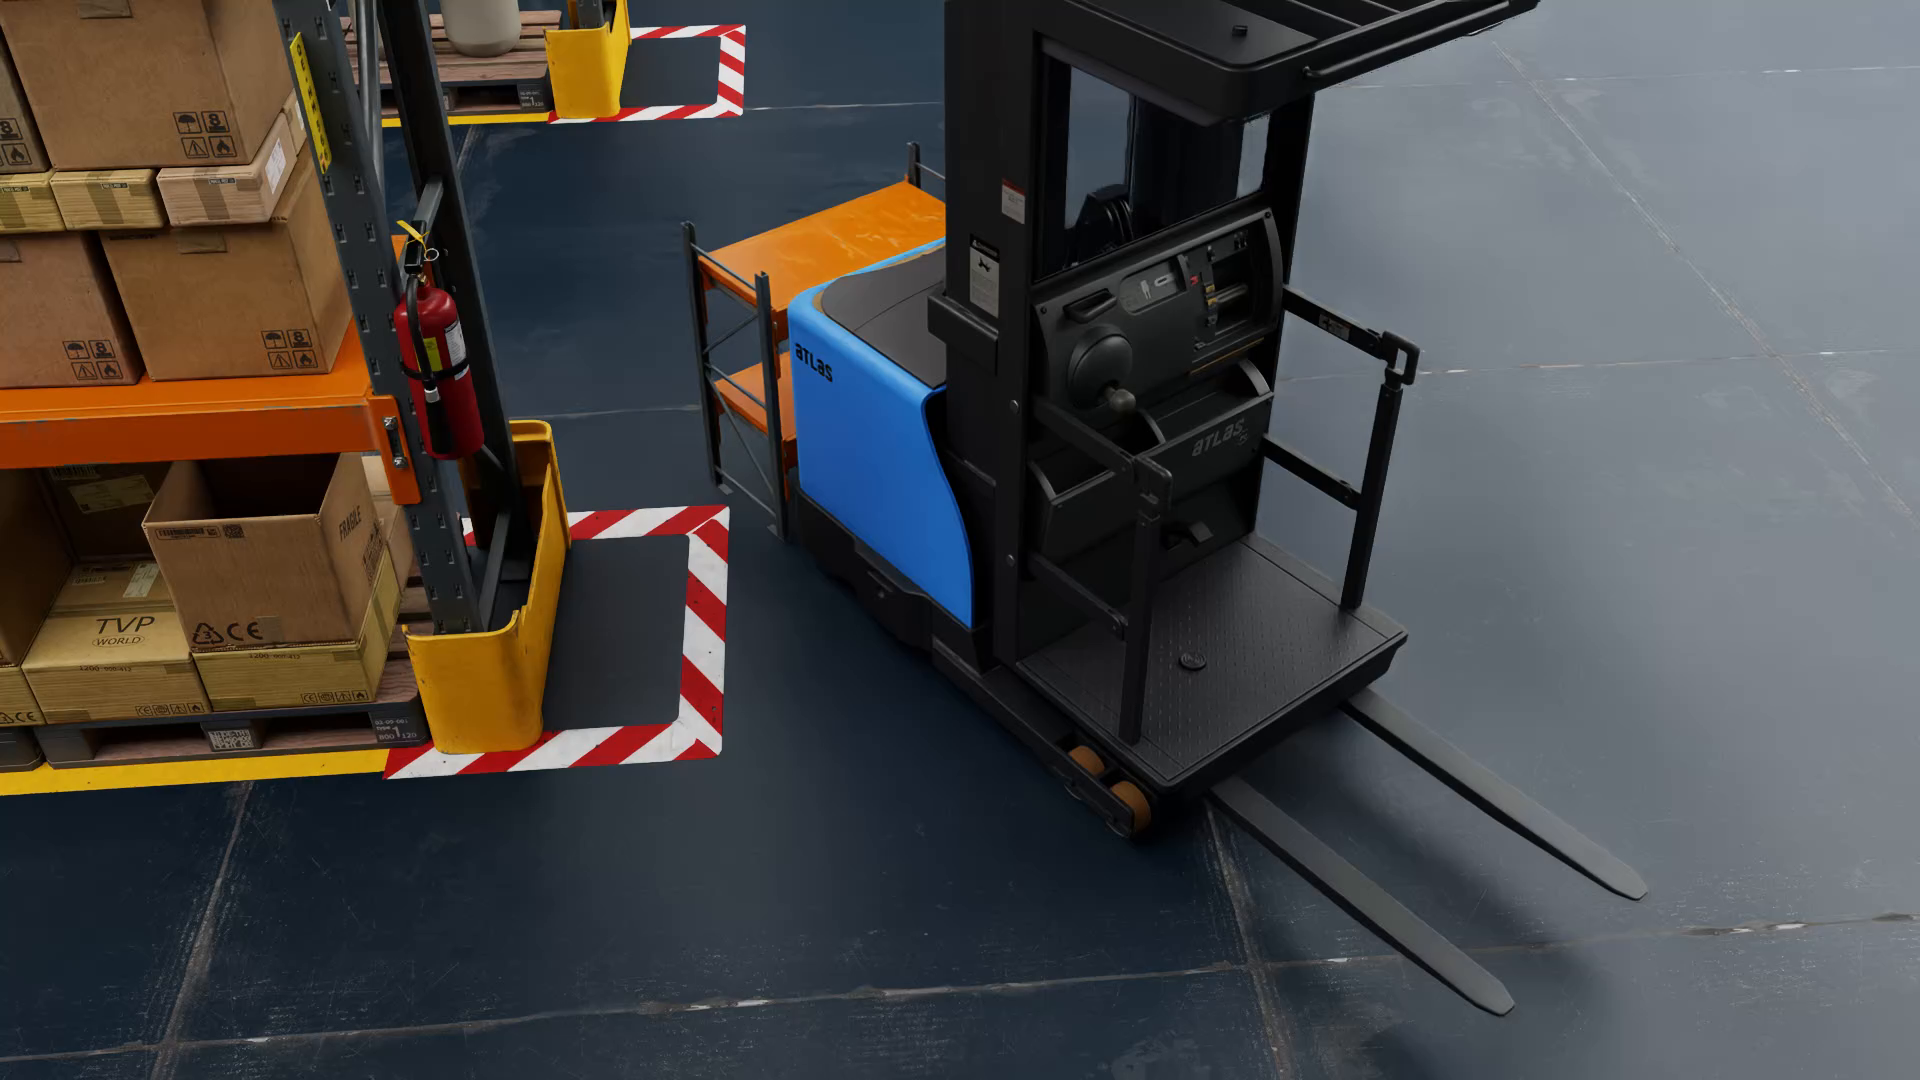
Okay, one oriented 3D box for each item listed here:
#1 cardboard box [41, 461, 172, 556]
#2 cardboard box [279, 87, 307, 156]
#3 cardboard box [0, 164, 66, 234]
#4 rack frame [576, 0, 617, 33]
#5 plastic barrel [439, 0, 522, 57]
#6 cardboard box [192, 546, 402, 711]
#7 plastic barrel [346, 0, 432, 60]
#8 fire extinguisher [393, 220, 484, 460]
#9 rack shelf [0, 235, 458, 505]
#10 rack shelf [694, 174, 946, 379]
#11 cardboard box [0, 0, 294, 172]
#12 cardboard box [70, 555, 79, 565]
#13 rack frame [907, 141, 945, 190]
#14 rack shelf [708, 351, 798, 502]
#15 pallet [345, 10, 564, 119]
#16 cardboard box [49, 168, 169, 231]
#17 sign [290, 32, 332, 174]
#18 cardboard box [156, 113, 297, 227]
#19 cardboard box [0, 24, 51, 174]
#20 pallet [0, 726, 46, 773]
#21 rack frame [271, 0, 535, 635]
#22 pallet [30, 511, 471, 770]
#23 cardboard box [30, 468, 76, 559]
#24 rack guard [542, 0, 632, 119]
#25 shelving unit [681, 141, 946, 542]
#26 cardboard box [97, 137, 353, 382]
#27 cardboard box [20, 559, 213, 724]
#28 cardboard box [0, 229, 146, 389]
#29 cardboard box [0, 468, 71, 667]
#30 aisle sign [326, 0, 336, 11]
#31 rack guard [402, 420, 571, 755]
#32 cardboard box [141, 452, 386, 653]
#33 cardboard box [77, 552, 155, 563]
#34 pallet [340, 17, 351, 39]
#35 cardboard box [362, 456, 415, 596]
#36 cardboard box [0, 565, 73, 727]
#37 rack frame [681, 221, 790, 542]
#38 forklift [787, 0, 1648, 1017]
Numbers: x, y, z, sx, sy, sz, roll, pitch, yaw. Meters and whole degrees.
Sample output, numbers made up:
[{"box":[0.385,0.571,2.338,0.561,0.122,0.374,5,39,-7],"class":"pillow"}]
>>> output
[{"box":[-2.663,-0.308,5.494,0.500,0.500,0.500,-3,38,-4],"class":"cardboard box"},{"box":[-2.022,-1.254,4.814,0.250,0.149,0.380,-3,38,-4],"class":"cardboard box"},{"box":[-2.491,-0.975,4.460,0.250,0.149,0.380,-4,38,-5],"class":"cardboard box"},{"box":[-2.047,-3.906,8.778,0.127,3.000,1.000,-3,38,-4],"class":"rack frame"},{"box":[-2.695,-3.011,9.313,0.421,0.512,0.421,0,38,0],"class":"plastic barrel"},{"box":[-2.120,0.277,5.358,0.500,0.250,0.500,-3,38,-4],"class":"cardboard box"},{"box":[-3.195,-2.983,9.278,0.421,0.512,0.421,0,38,0],"class":"plastic barrel"},{"box":[-1.453,-0.539,4.574,0.183,0.674,0.296,-3,38,-4],"class":"fire extinguisher"},{"box":[-3.604,-0.457,4.988,4.000,0.370,1.077,-3,38,-4],"class":"rack shelf"},{"box":[-0.420,-0.989,6.123,1.000,0.278,0.538,-27,46,-30],"class":"rack shelf"},{"box":[-2.130,-1.377,4.446,0.500,0.500,0.700,-3,38,-4],"class":"cardboard box"},{"box":[-3.161,0.014,5.691,0.500,0.250,0.500,-3,38,-4],"class":"cardboard box"},{"box":[-0.030,-0.961,6.560,0.032,1.125,0.500,-27,46,-30],"class":"rack frame"},{"box":[-0.420,-0.567,6.456,1.000,0.278,0.538,-27,46,-30],"class":"rack shelf"},{"box":[-2.928,-2.736,9.548,1.213,0.211,1.003,-3,38,-4],"class":"pallet"},{"box":[-2.236,-0.989,4.478,0.250,0.149,0.380,-2,38,-3],"class":"cardboard box"},{"box":[-1.577,-1.061,4.047,0.005,0.325,0.100,-3,38,-4],"class":"sign"},{"box":[-1.975,-1.005,4.497,0.250,0.149,0.380,-4,38,-5],"class":"cardboard box"},{"box":[-2.654,-1.345,4.405,0.500,0.500,0.700,-4,38,-5],"class":"cardboard box"},{"box":[-3.582,0.378,5.600,1.213,0.211,1.003,-3,38,-4],"class":"pallet"},{"box":[-1.612,-0.849,4.905,0.127,3.000,1.000,-3,38,-4],"class":"rack frame"},{"box":[-2.370,0.313,5.682,1.213,0.211,1.003,-3,38,-4],"class":"pallet"},{"box":[-3.160,-0.273,5.450,0.500,0.500,0.500,-3,38,-4],"class":"cardboard box"},{"box":[-2.118,-2.891,9.511,0.348,0.500,1.175,-3,38,-4],"class":"rack guard"},{"box":[-0.420,-0.759,6.304,1.048,1.125,0.538,-27,46,-30],"class":"shelving unit"},{"box":[-2.078,-0.871,4.851,0.500,0.500,0.700,-3,38,-4],"class":"cardboard box"},{"box":[-2.617,0.312,5.314,0.500,0.250,0.500,-3,38,-4],"class":"cardboard box"},{"box":[-2.600,-0.839,4.811,0.500,0.500,0.700,-2,38,-3],"class":"cardboard box"},{"box":[-3.114,0.048,5.043,0.500,0.500,0.500,-3,38,-4],"class":"cardboard box"},{"box":[-1.520,-1.692,3.874,0.004,0.787,0.394,-3,38,-4],"class":"aisle sign"},{"box":[-1.588,0.131,5.681,0.348,0.500,1.175,-3,38,-4],"class":"rack guard"},{"box":[-2.119,-0.016,5.124,0.500,0.500,0.500,-3,38,-4],"class":"cardboard box"},{"box":[-2.663,-0.013,5.725,0.500,0.250,0.500,-3,38,-4],"class":"cardboard box"},{"box":[-4.140,-2.671,9.465,1.213,0.211,1.003,-3,38,-4],"class":"pallet"},{"box":[-2.165,-0.042,5.763,0.500,0.250,0.500,-3,38,-4],"class":"cardboard box"},{"box":[-3.114,0.340,5.278,0.500,0.250,0.500,-3,38,-4],"class":"cardboard box"},{"box":[-0.810,-0.557,6.048,0.032,1.125,0.500,-27,46,-30],"class":"rack frame"},{"box":[0.719,-0.597,4.640,1.130,2.935,3.031,-26,45,-29],"class":"forklift"}]
